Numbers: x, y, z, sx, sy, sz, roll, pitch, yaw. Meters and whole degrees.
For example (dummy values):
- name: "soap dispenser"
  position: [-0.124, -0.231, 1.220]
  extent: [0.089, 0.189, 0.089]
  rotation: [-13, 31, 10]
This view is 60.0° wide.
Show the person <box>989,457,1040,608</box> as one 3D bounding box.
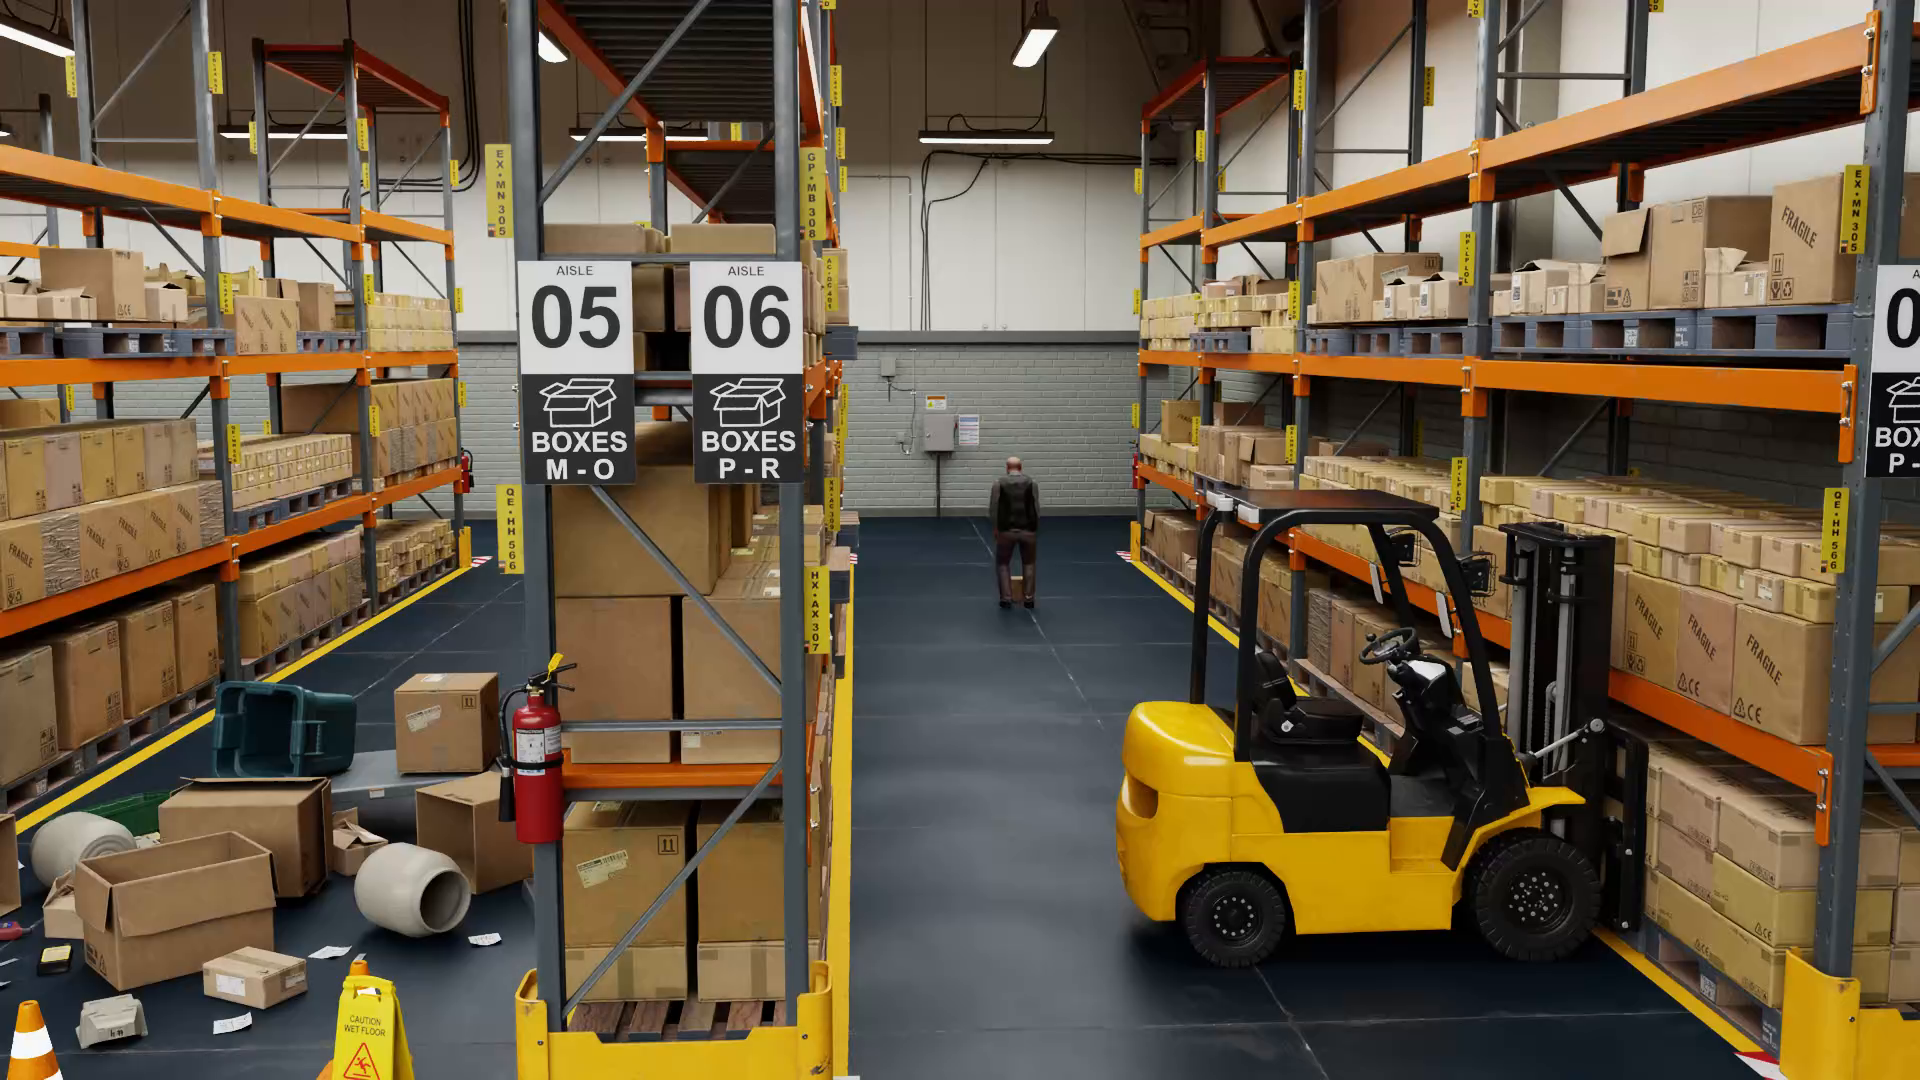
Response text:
- name: "person"
  position: [0.598, -0.082, 18.348]
  extent: [0.563, 1.658, 0.427]
  rotation: [0, 7, -2]
